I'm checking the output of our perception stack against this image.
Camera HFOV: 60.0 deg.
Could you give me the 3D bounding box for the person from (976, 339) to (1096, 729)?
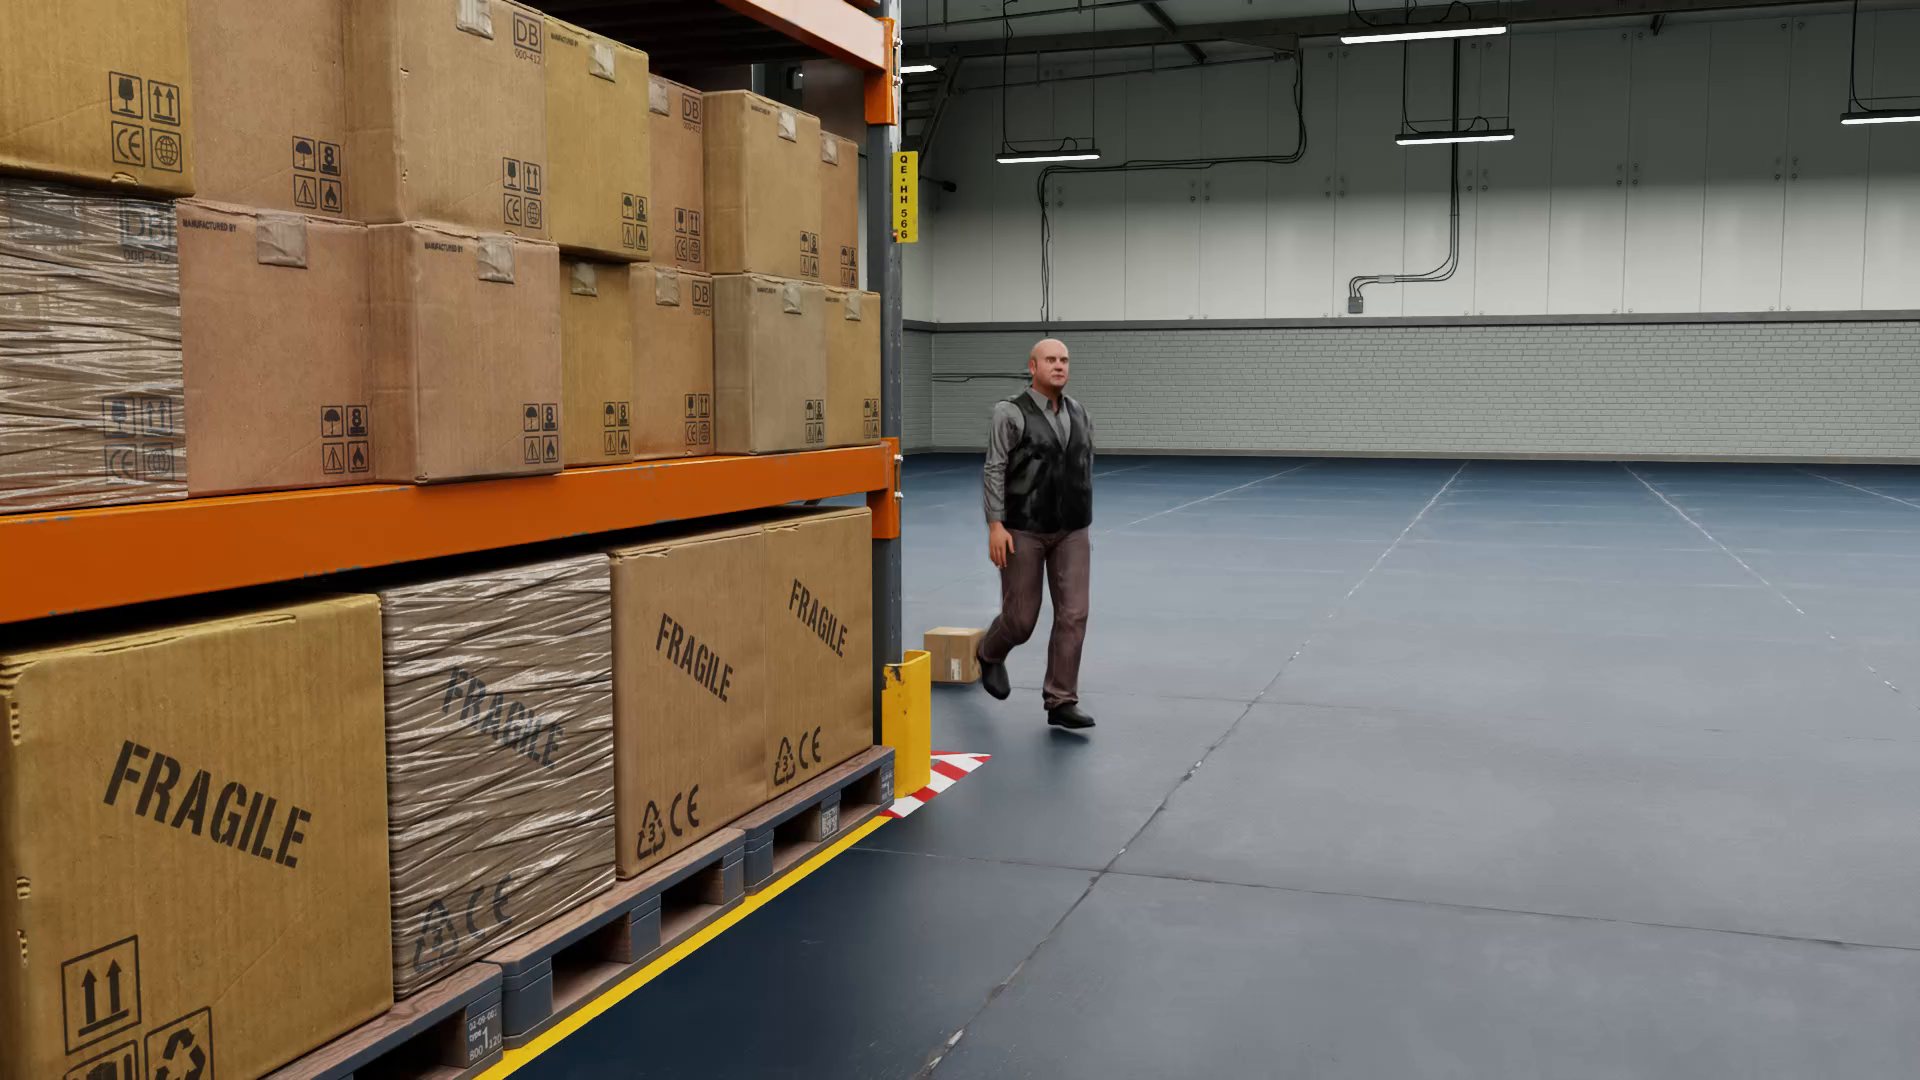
[{"bbox_3d":[0.333,-0.039,7.421,0.549,1.702,0.768,-2,6,-25],"label":"person"}]
